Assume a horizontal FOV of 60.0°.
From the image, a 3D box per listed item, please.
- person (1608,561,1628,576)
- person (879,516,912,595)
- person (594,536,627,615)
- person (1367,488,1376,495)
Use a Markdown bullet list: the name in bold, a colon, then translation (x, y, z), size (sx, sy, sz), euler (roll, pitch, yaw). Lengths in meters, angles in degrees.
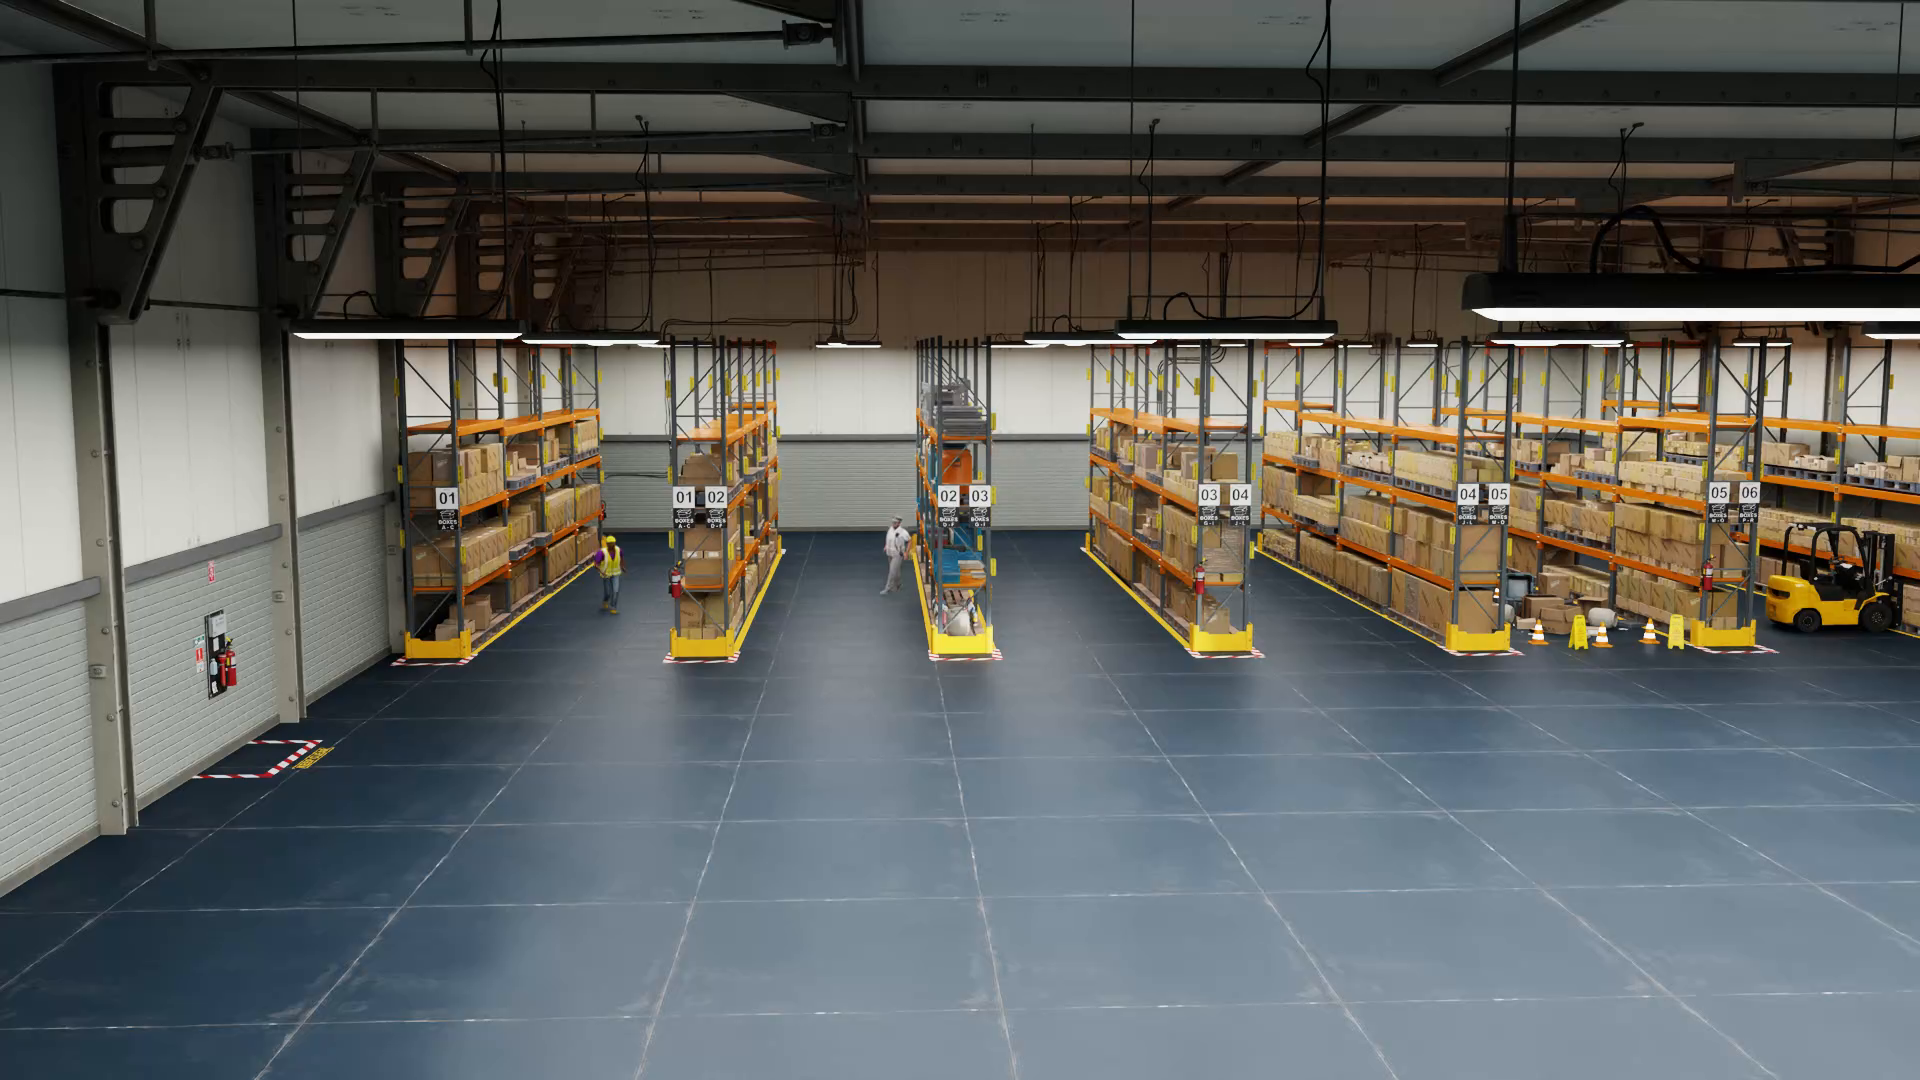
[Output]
- **person**: translation (16.335, 0.274, 41.185), size (0.702, 1.579, 0.983), euler (-3, 7, -24)
- **person**: translation (-1.427, 0.356, 36.960), size (0.698, 1.803, 0.890), euler (5, 8, 40)
- **person**: translation (-7.665, 0.750, 36.381), size (0.703, 1.713, 0.749), euler (-3, 7, -24)
- **person**: translation (12.605, -0.895, 50.865), size (0.763, 1.717, 0.561), euler (-2, 7, -19)
